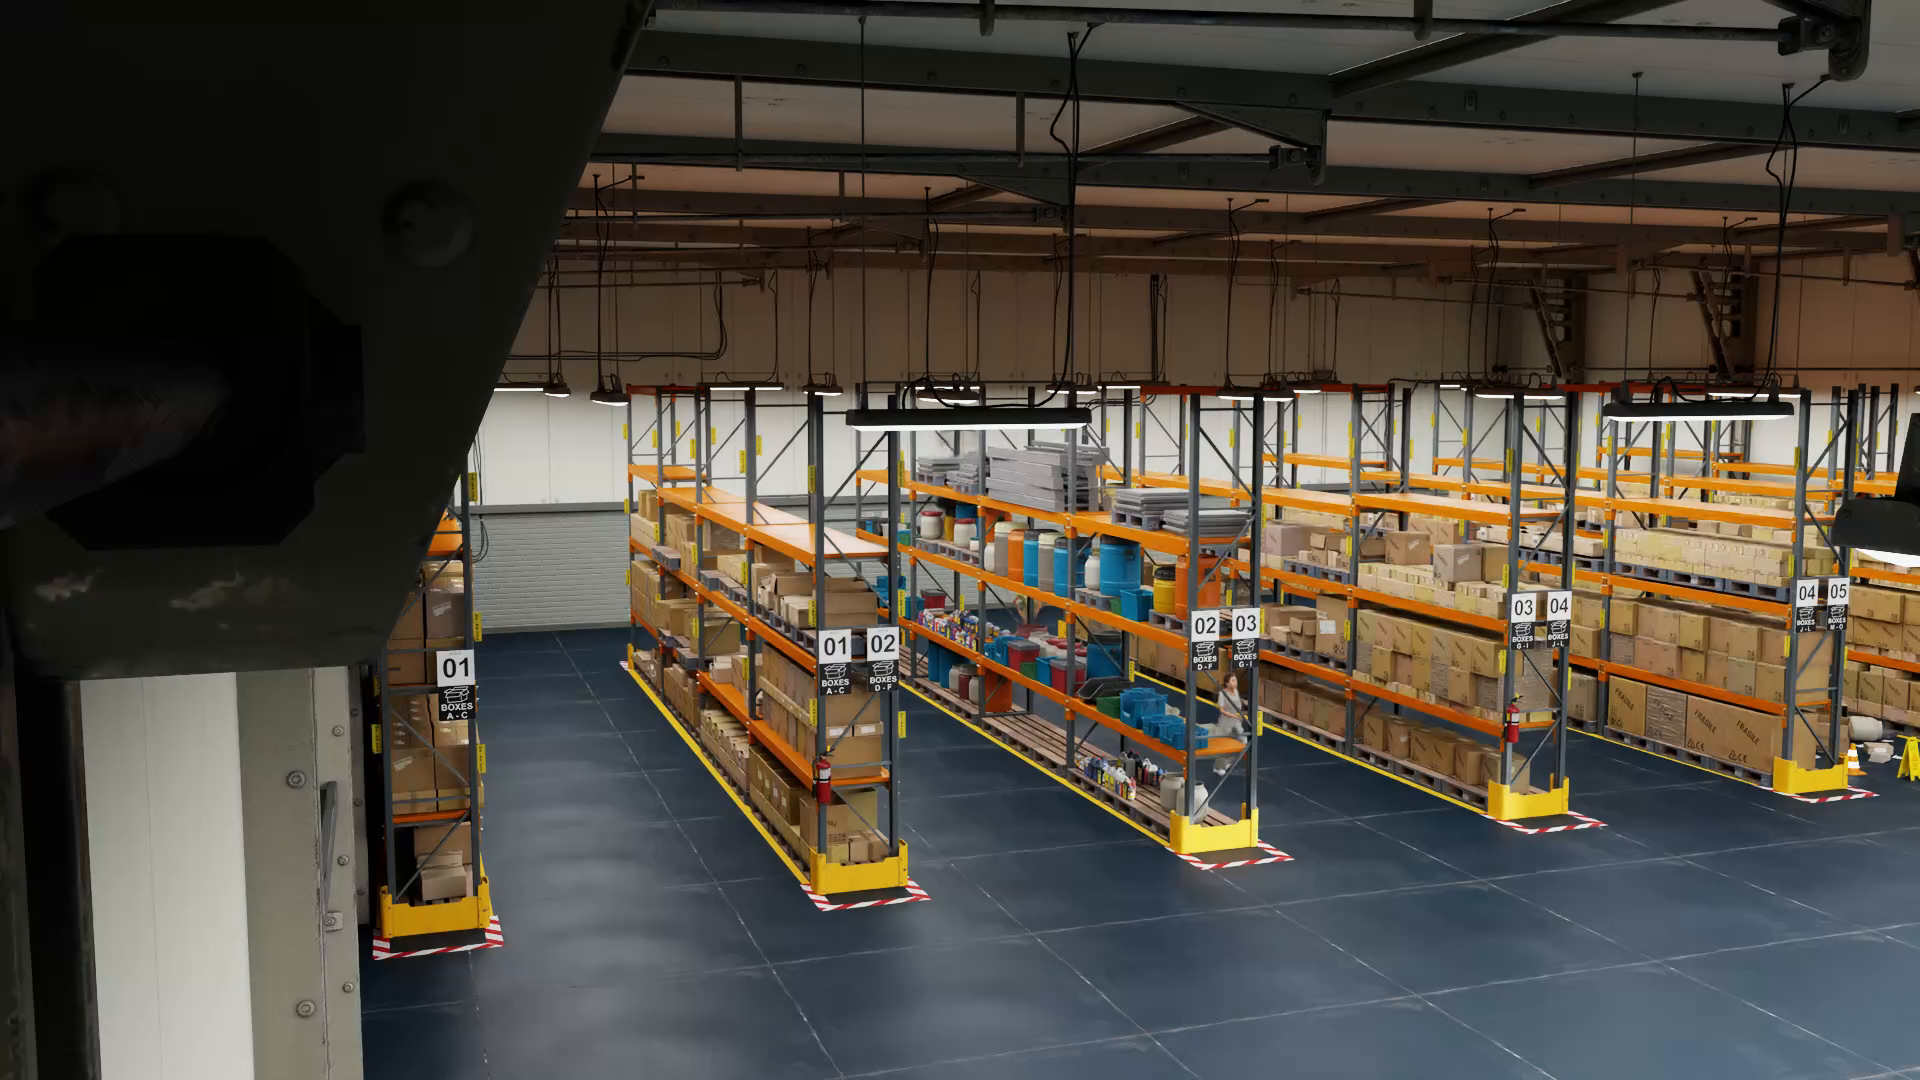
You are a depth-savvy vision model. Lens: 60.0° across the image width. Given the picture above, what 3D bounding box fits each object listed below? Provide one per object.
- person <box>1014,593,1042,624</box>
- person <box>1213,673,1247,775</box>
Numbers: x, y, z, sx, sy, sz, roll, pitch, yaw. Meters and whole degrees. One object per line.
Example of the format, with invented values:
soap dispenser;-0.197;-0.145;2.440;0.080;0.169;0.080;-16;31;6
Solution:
person;1.443;1.661;35.007;0.582;1.671;1.023;-2;6;-22
person;4.199;2.855;25.731;0.537;1.627;0.693;-4;7;-36
